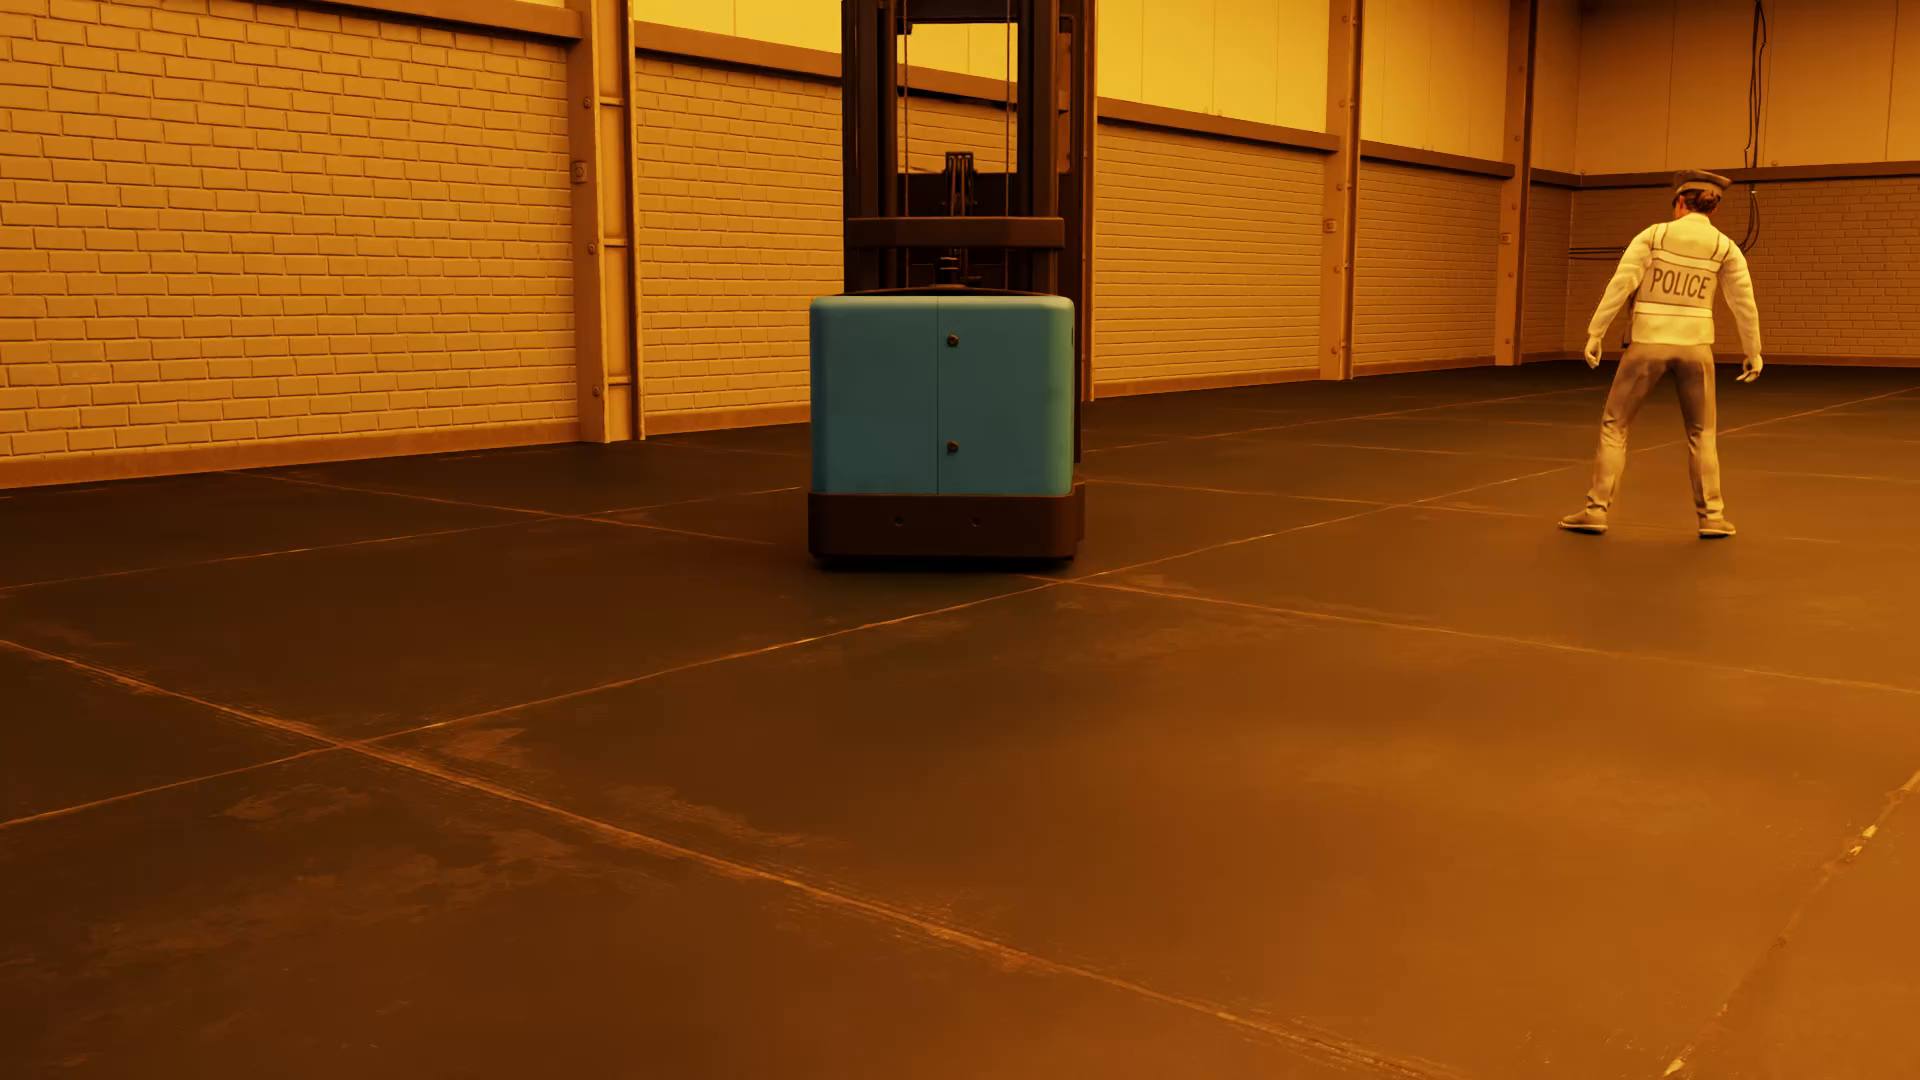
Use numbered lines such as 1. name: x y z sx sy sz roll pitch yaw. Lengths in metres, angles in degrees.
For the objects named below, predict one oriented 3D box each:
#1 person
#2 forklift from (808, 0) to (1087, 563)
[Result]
1. person: 3.209 -0.838 7.533 0.832 1.634 0.383 2 9 14
2. forklift: 0.036 -1.534 7.764 1.130 2.935 3.031 1 8 5
